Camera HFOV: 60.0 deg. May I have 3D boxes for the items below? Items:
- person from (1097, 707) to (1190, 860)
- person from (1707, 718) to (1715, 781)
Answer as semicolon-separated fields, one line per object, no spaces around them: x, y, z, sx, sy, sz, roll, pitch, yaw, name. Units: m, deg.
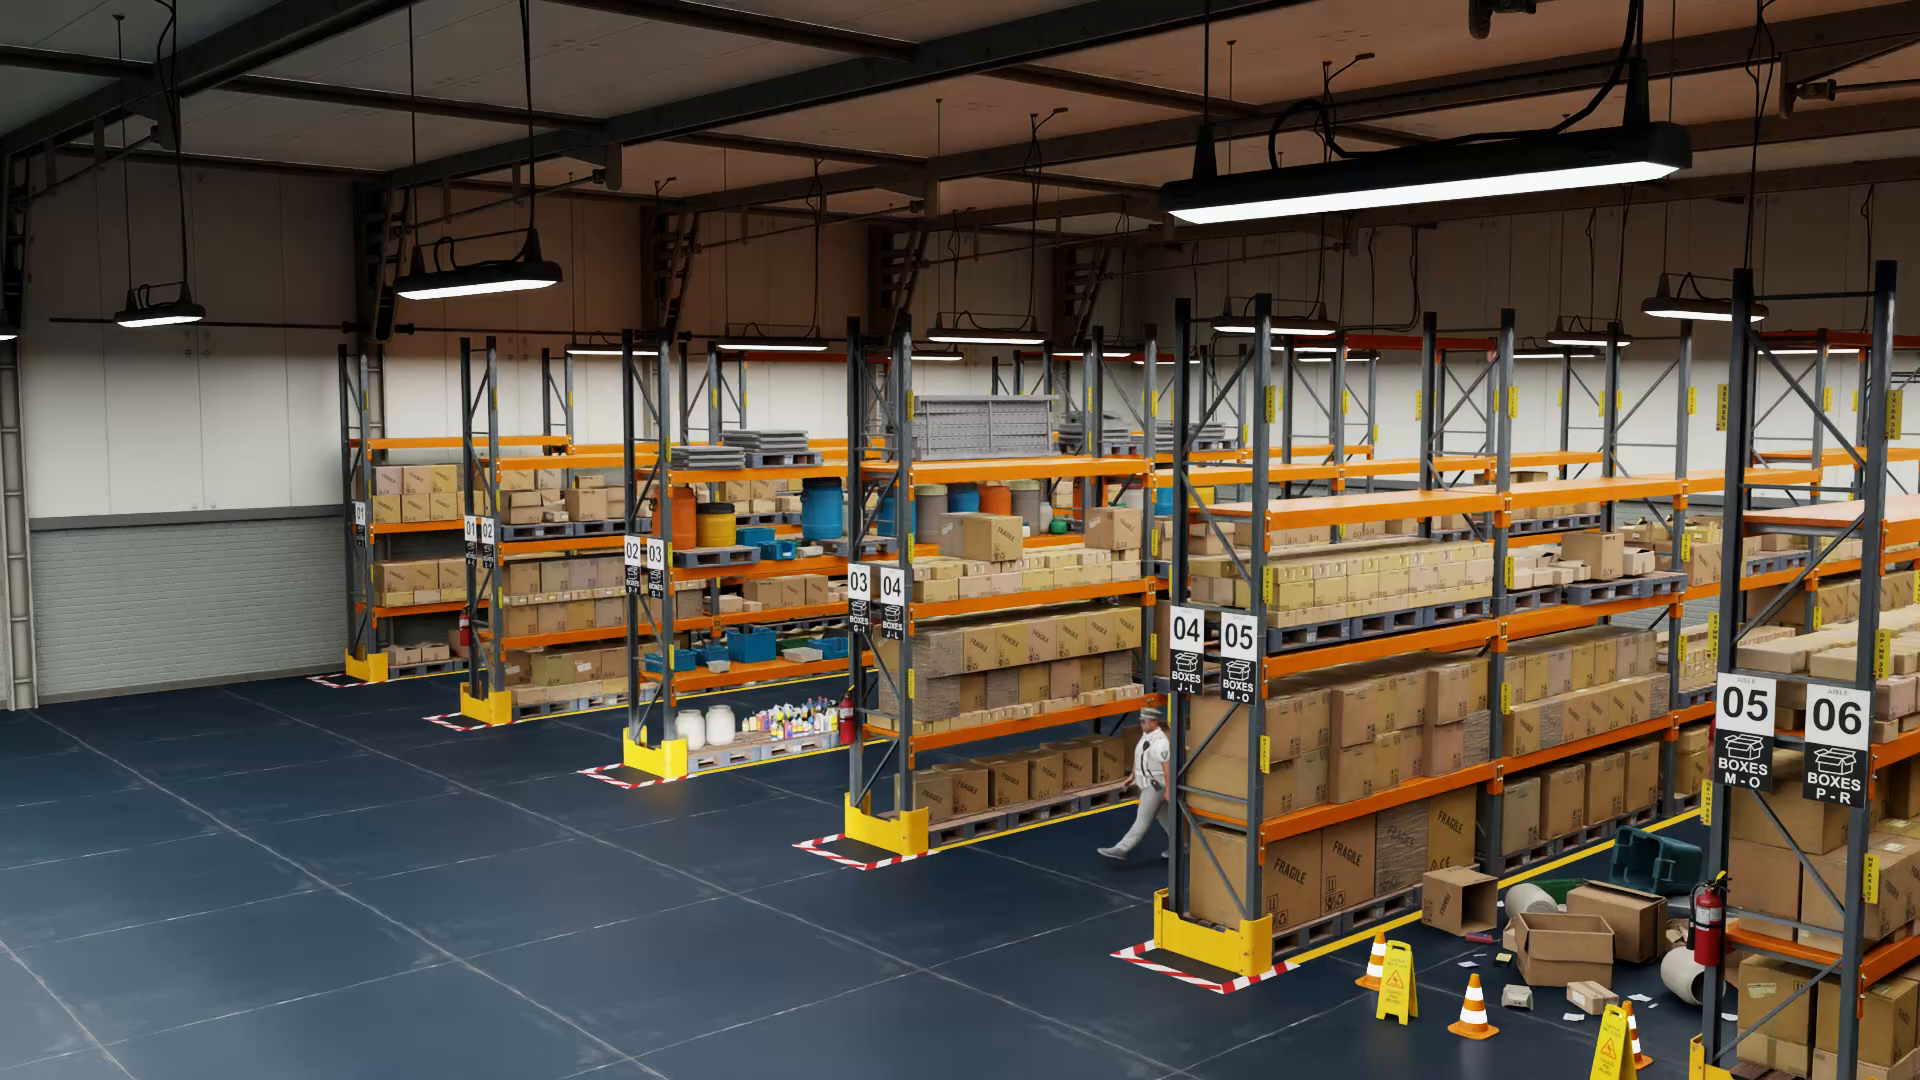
2.014;2.667;18.220;1.093;1.698;0.554;0;5;-5;person
8.779;2.620;18.894;0.565;1.723;0.579;-5;7;-41;person
